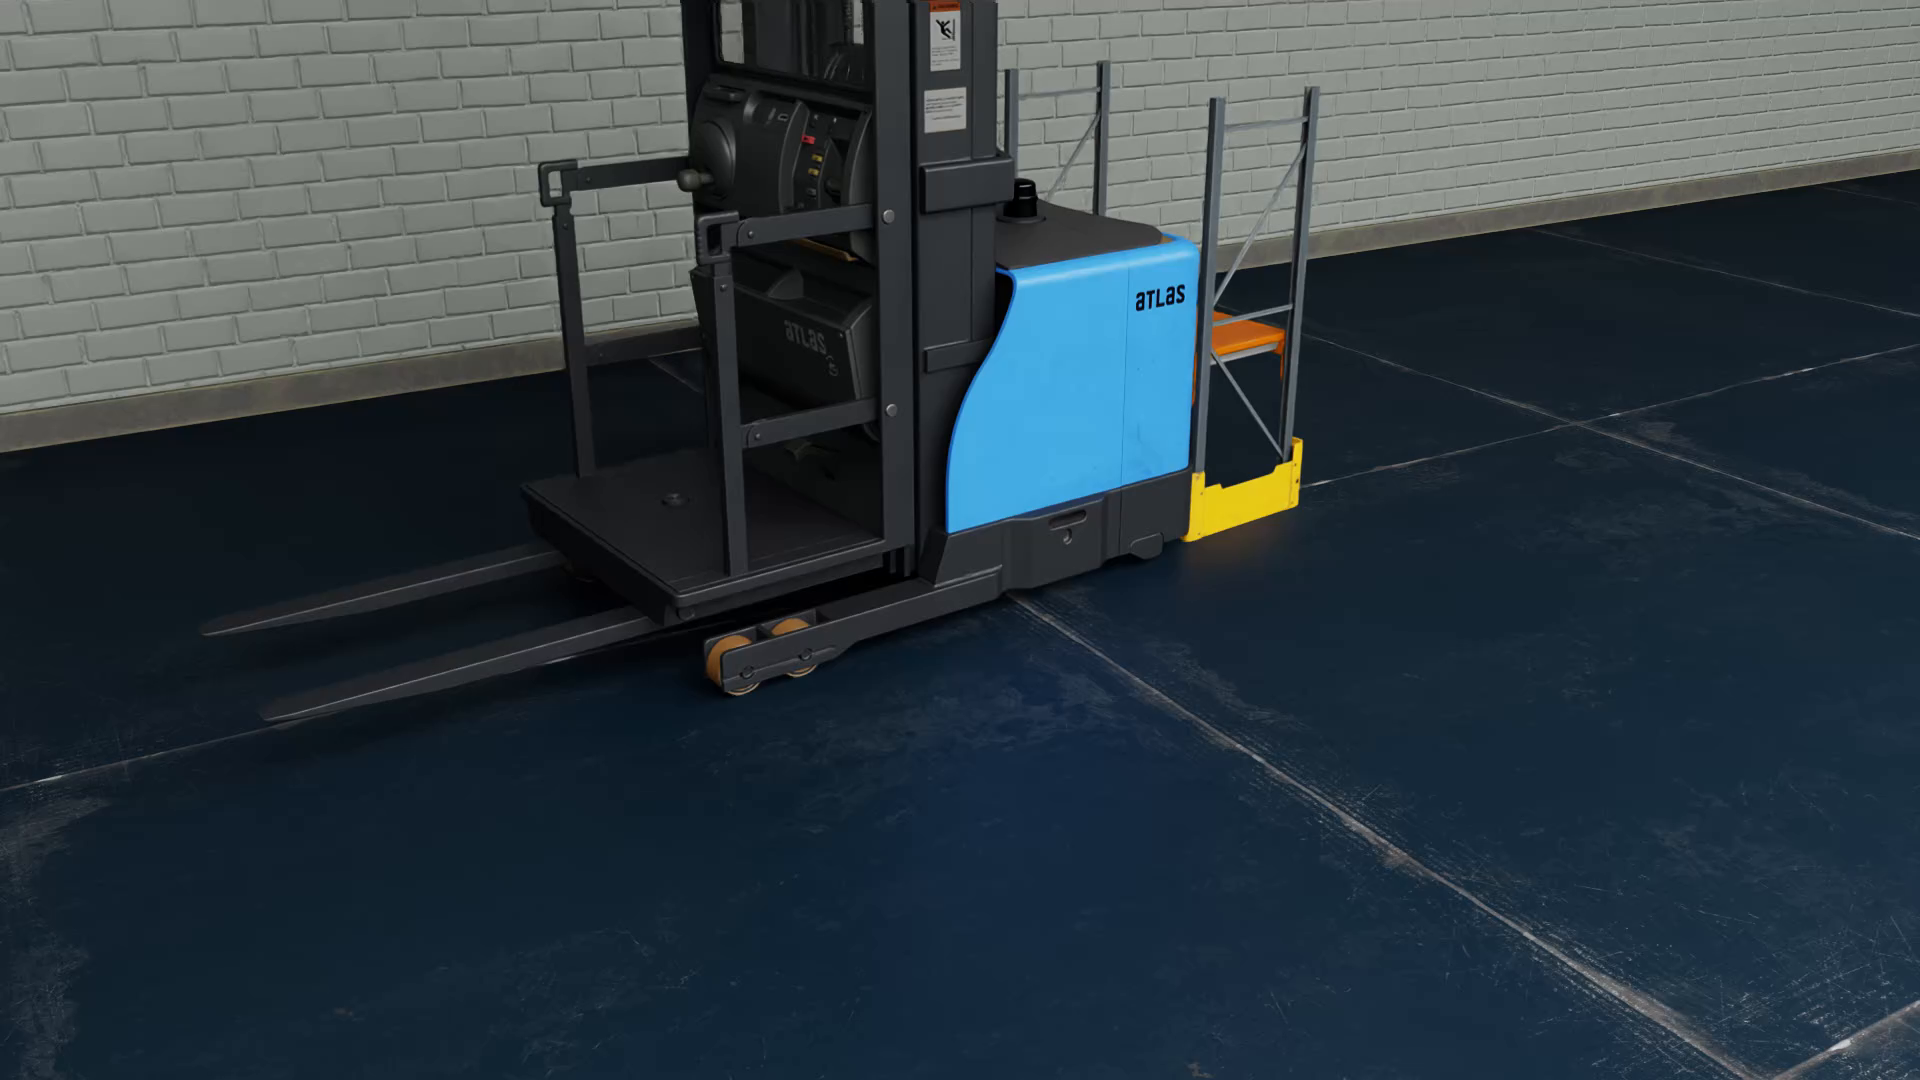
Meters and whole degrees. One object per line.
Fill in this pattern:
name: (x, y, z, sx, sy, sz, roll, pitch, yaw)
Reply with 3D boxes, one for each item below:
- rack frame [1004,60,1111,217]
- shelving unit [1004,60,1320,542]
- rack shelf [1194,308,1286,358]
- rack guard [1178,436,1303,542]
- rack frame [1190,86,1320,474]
rack frame: (0.367, -1.066, 6.443, 0.500, 1.500, 0.032, -17, 27, -35)
shelving unit: (0.689, -0.914, 6.068, 0.587, 1.500, 1.083, -17, 27, -35)
rack shelf: (0.683, -0.812, 6.117, 0.459, 0.026, 0.952, -17, 27, -35)
rack guard: (0.998, -0.188, 5.942, 0.587, 0.250, 0.087, -17, 27, -35)
rack frame: (0.999, -0.767, 5.706, 0.500, 1.500, 0.032, -17, 27, -35)
